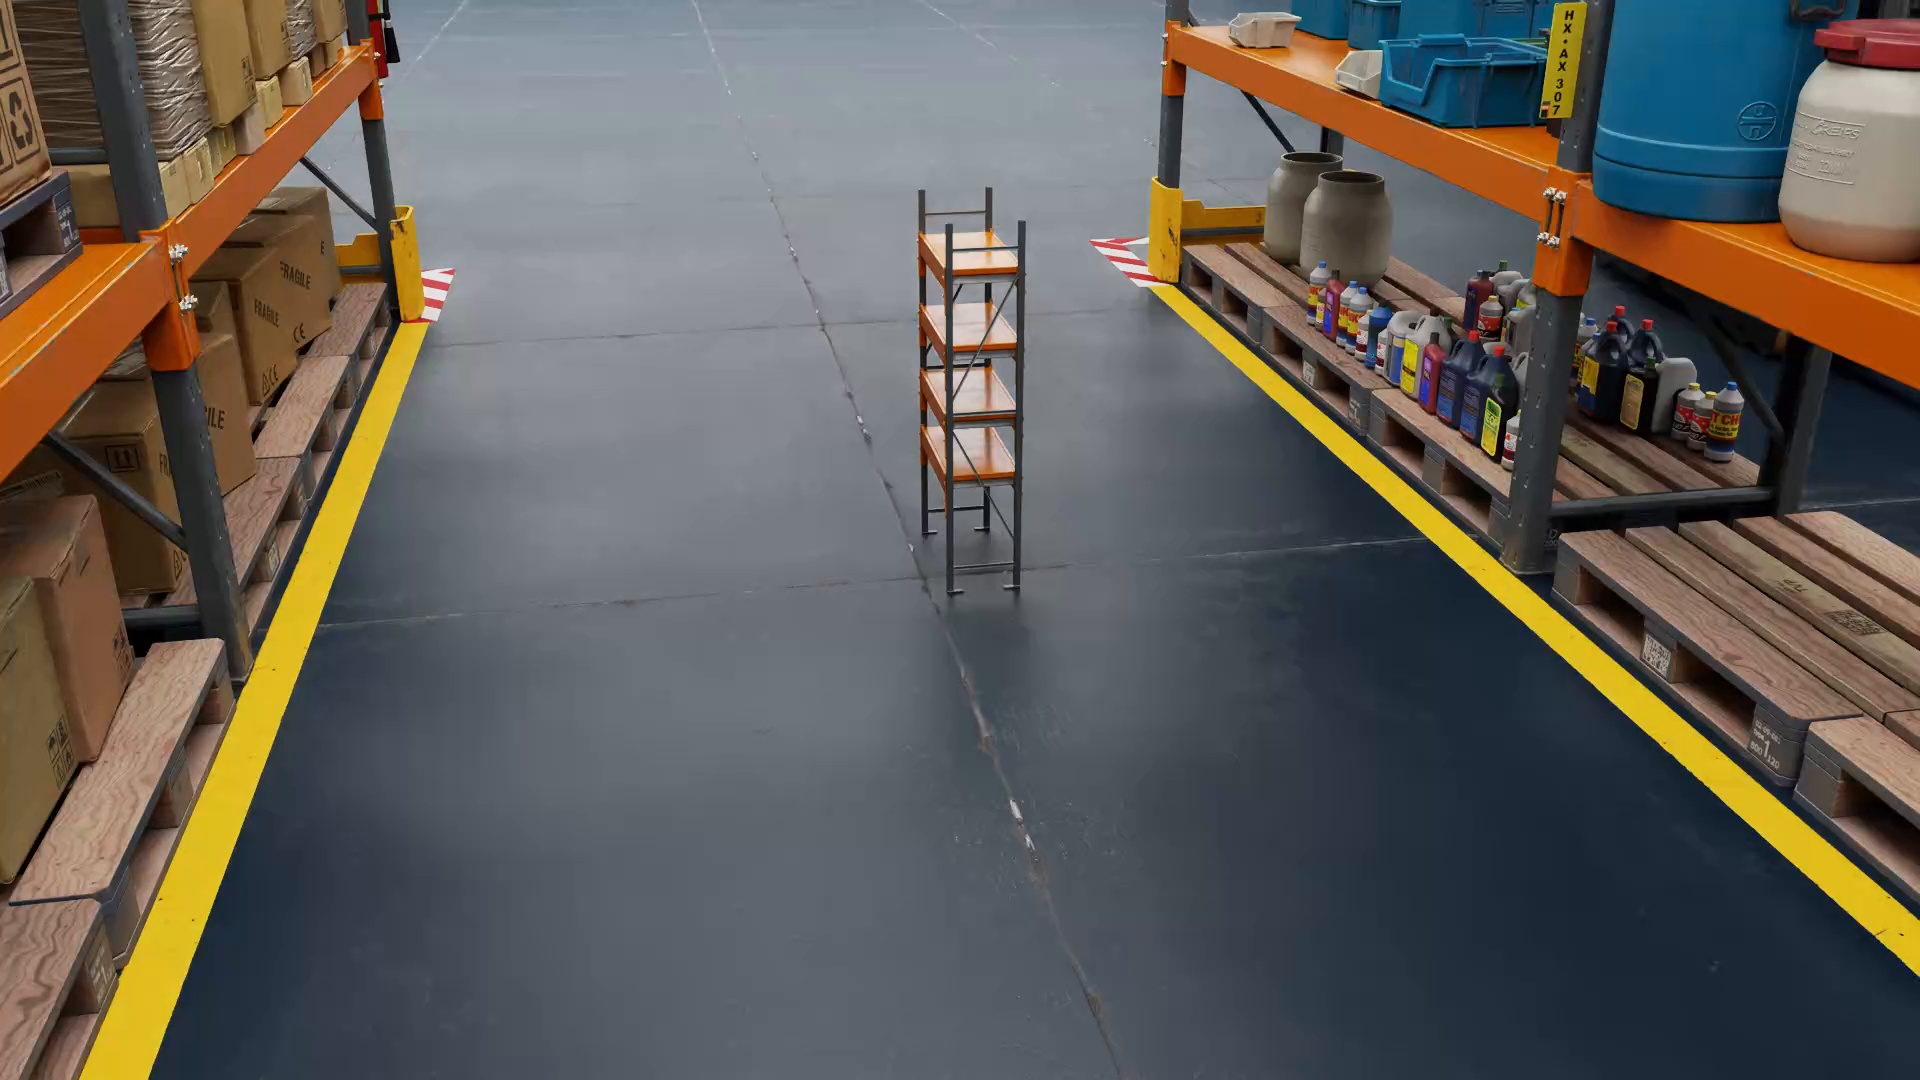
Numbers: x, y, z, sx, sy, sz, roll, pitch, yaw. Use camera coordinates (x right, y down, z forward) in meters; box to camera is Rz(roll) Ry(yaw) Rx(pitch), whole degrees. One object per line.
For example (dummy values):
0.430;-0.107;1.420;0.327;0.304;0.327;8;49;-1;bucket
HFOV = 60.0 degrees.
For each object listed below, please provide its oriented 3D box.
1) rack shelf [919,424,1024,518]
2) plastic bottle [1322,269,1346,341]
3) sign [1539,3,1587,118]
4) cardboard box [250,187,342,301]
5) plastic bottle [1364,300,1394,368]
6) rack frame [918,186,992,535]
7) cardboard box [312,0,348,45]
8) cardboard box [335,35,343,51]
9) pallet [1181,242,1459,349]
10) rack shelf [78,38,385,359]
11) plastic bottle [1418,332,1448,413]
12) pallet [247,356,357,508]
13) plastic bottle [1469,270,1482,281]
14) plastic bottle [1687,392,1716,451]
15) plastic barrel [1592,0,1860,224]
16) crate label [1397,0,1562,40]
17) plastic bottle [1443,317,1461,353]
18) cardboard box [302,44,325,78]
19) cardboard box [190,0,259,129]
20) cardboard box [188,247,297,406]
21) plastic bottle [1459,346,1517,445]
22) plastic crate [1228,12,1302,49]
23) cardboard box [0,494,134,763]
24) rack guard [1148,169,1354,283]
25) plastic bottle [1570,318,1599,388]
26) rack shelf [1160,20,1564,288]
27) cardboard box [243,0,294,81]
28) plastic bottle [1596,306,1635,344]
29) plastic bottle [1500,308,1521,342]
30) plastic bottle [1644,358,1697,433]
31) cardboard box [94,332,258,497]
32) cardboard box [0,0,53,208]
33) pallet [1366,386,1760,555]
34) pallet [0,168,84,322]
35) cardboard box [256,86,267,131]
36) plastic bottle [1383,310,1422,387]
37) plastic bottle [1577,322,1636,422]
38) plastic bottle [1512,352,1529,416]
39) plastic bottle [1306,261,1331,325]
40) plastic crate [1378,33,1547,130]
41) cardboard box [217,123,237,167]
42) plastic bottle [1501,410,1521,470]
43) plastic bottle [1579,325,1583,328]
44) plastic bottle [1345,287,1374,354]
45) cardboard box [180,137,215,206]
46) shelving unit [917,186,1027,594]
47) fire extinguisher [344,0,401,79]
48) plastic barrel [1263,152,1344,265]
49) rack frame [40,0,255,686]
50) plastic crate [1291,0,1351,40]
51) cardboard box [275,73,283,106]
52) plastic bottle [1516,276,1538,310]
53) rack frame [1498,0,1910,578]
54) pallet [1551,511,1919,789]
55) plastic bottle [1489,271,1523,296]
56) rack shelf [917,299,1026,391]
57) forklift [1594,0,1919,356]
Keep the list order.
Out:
0.031;-0.241;5.467;0.258;0.148;0.480;-4;24;-10;rack shelf
1.621;-1.014;7.169;0.061;0.283;0.133;-4;24;-9;plastic bottle
1.765;-1.401;4.864;0.100;0.325;0.005;-4;24;-10;sign
-3.201;-1.318;7.617;0.500;0.500;0.500;0;24;0;cardboard box
1.716;-0.845;6.797;0.097;0.271;0.097;0;24;0;plastic bottle
-0.015;-0.581;5.581;0.240;1.200;0.015;-4;24;-10;rack frame
-3.015;-2.293;6.757;0.875;0.500;0.500;-4;24;-10;cardboard box
-3.044;-2.305;7.595;0.380;0.149;0.250;-4;24;-10;cardboard box
1.773;-1.260;8.371;1.003;0.211;1.213;-4;24;-10;pallet
-2.930;-1.401;6.109;1.077;0.370;4.000;-4;24;-10;rack shelf
1.798;-0.636;6.302;0.061;0.283;0.133;-3;24;-6;plastic bottle
-2.948;-0.409;6.422;1.003;0.211;1.213;-4;24;-10;pallet
2.338;-1.113;7.498;0.097;0.201;0.097;0;24;0;plastic bottle
2.660;-0.428;5.928;0.097;0.201;0.097;0;24;0;plastic bottle
2.081;-1.366;4.504;0.600;0.901;0.708;-4;24;-10;plastic barrel
2.174;-2.196;6.987;0.502;0.435;0.616;-4;24;-10;crate label
1.906;-0.720;6.494;0.061;0.283;0.133;-4;24;-10;plastic bottle
-2.871;-2.013;6.925;0.380;0.149;0.250;-4;24;-10;cardboard box
-2.641;-1.507;4.956;0.875;0.500;0.500;-4;24;-10;cardboard box
-2.960;-0.837;6.518;0.500;0.500;0.500;-2;24;-5;cardboard box
1.905;-0.530;5.976;0.144;0.351;0.185;-5;24;-11;plastic bottle
1.417;-2.387;7.798;0.298;0.136;0.250;-4;24;-10;plastic crate
-2.468;0.243;4.019;0.700;0.500;0.500;-6;24;-14;cardboard box
1.628;-1.712;9.045;1.175;0.500;0.348;-4;24;-10;rack guard
2.467;-0.739;6.555;0.097;0.271;0.097;0;24;0;plastic bottle
1.937;-1.768;6.948;1.077;0.370;4.000;-4;24;-10;rack shelf
-2.884;-1.896;5.847;0.875;0.500;0.500;-4;24;-10;cardboard box
2.531;-0.721;6.413;0.144;0.351;0.185;-5;24;-12;plastic bottle
2.307;-0.867;6.933;0.097;0.201;0.097;0;24;0;plastic bottle
2.593;-0.547;6.108;0.152;0.276;0.135;-3;24;-8;plastic bottle
-2.708;-0.376;5.462;0.500;0.500;0.500;3;24;7;cardboard box
-2.551;-1.089;3.220;1.000;1.000;1.000;-4;24;-9;cardboard box
2.224;-0.300;6.173;1.003;0.211;1.213;-4;24;-10;pallet
-2.562;-0.545;3.489;1.003;0.211;1.213;-4;24;-10;pallet
-2.560;-1.426;5.580;0.380;0.149;0.250;-4;24;-10;cardboard box
1.784;-0.763;6.602;0.152;0.276;0.135;-4;24;-9;plastic bottle
2.424;-0.636;6.218;0.144;0.351;0.185;-4;24;-10;plastic bottle
2.047;-0.541;6.001;0.144;0.351;0.185;-4;24;-10;plastic bottle
1.597;-1.099;7.378;0.097;0.271;0.097;0;24;0;plastic bottle
1.836;-1.658;5.984;0.499;0.251;0.616;-4;24;-10;plastic crate
-2.467;-1.229;5.130;0.380;0.149;0.250;-4;24;-10;cardboard box
1.934;-0.350;5.749;0.097;0.201;0.097;0;24;0;plastic bottle
2.502;-0.765;6.701;0.097;0.201;0.097;0;24;0;plastic bottle
1.679;-0.925;6.979;0.097;0.271;0.097;0;24;0;plastic bottle
-2.338;-1.035;4.686;0.380;0.149;0.250;-4;24;-10;cardboard box
0.031;-0.485;5.361;0.258;1.200;0.503;-4;24;-10;shelving unit
-2.868;-2.561;7.963;0.296;0.674;0.183;-4;24;-10;fire extinguisher
1.764;-1.683;8.440;0.421;0.512;0.421;0;24;0;plastic barrel
-2.560;-0.944;4.164;1.000;3.000;0.127;-4;24;-10;rack frame
1.954;-2.641;8.235;0.499;0.251;0.616;-4;24;-10;plastic crate
-2.686;-1.620;6.025;0.380;0.149;0.250;-4;24;-10;cardboard box
2.418;-0.961;6.963;0.144;0.351;0.185;-3;24;-8;plastic bottle
2.307;-1.311;5.003;1.000;3.000;0.127;-4;24;-10;rack frame
2.491;0.273;4.861;1.003;0.211;1.213;-4;24;-10;pallet
2.358;-1.046;7.251;0.152;0.276;0.135;-4;24;-9;plastic bottle
0.031;-0.628;5.298;0.258;0.148;0.480;-4;24;-10;rack shelf
4.215;-2.345;7.457;1.130;2.935;3.031;-3;24;-8;forklift
